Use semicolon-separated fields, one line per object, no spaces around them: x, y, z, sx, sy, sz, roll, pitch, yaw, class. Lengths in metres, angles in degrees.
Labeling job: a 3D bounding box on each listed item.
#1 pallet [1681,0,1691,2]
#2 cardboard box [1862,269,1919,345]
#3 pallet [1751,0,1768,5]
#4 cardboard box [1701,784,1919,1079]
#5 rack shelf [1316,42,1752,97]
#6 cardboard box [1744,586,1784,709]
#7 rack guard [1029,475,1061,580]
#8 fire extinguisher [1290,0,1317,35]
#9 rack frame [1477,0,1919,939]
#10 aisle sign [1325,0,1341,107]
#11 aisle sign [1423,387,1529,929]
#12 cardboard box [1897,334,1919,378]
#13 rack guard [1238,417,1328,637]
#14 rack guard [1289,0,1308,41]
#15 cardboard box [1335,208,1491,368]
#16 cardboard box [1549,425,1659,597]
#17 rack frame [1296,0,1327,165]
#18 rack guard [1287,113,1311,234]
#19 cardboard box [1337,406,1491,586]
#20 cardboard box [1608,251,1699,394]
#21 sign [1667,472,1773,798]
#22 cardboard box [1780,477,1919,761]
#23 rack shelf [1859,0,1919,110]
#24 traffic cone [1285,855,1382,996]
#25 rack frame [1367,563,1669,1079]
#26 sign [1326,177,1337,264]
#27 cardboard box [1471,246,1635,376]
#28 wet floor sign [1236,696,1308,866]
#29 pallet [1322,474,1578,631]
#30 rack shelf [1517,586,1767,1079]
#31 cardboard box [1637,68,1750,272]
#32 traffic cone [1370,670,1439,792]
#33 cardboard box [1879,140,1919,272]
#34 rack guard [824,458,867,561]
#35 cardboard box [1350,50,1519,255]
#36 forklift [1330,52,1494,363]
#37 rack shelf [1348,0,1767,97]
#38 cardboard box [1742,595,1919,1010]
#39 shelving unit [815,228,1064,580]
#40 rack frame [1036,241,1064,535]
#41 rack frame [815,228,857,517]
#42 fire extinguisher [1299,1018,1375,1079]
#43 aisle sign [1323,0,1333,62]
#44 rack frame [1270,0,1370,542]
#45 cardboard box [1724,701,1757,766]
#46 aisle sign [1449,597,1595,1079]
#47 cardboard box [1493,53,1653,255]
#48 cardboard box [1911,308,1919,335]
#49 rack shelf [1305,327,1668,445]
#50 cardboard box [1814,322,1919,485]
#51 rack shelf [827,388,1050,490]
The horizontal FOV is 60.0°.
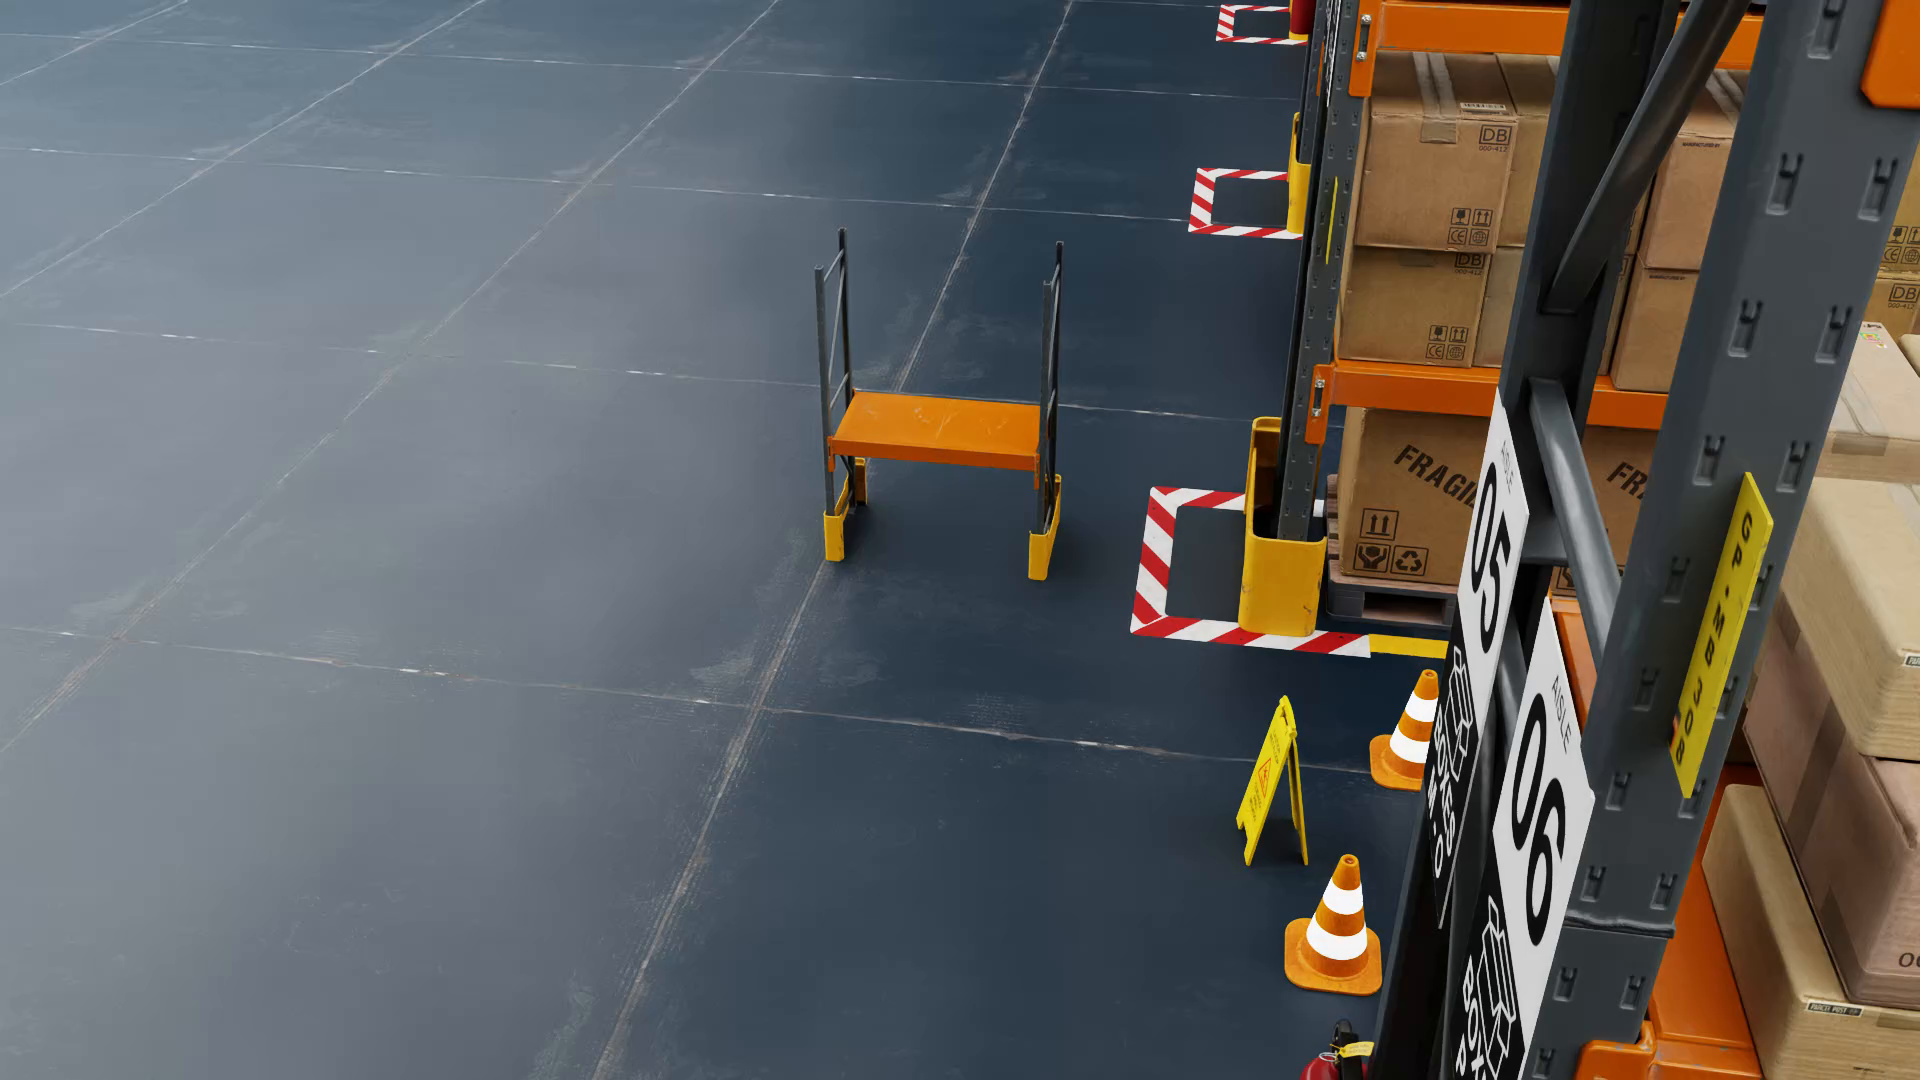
2.293;-2.317;6.380;1.213;0.211;1.003;5;32;8;pallet
3.539;-1.019;6.909;0.500;0.550;0.875;5;32;8;cardboard box
3.499;-2.209;6.208;1.213;0.211;1.003;5;32;8;pallet
1.099;0.489;2.051;0.250;0.149;0.380;5;32;8;cardboard box
4.465;-3.245;11.285;4.000;0.370;1.077;5;32;8;rack shelf
1.376;0.025;2.416;0.500;0.250;0.500;5;32;8;cardboard box
0.416;-0.068;8.124;0.087;0.250;0.587;5;32;8;rack guard
2.458;-3.947;11.801;0.183;0.674;0.296;5;32;8;fire extinguisher
0.827;-1.088;1.507;0.127;3.000;1.000;5;32;8;rack frame
1.439;-2.095;6.319;0.004;0.787;0.394;5;32;8;aisle sign
0.814;0.195;2.661;0.004;0.787;0.394;5;32;8;aisle sign
1.457;-0.130;2.288;0.250;0.149;0.380;6;32;9;cardboard box
1.536;-0.086;7.916;0.348;0.500;1.175;5;32;8;rack guard
3.410;-5.277;16.210;0.348;0.500;1.175;5;32;8;rack guard
1.933;-1.198;7.195;0.550;0.550;0.875;5;32;8;cardboard box
3.107;-0.317;7.537;0.875;0.875;0.875;5;32;7;cardboard box
2.494;-3.728;11.379;0.127;3.000;1.000;5;32;8;rack frame
2.569;-2.662;12.032;0.348;0.500;1.175;5;32;8;rack guard
2.239;-0.395;7.660;0.875;0.875;0.875;5;32;8;cardboard box
3.010;-1.044;6.950;0.550;0.550;0.875;5;32;8;cardboard box
0.735;0.096;1.618;0.005;0.325;0.100;5;32;8;sign
1.143;0.090;1.937;0.250;0.149;0.380;5;32;8;cardboard box
2.798;-0.604;1.414;4.000;0.370;1.077;5;32;8;rack shelf
1.319;1.283;5.765;0.334;0.463;0.336;5;32;8;traffic cone
0.827;1.455;3.099;0.127;3.000;1.000;5;32;8;rack frame
1.460;-1.254;6.536;0.005;0.325;0.100;5;32;8;sign
2.479;-1.160;7.134;0.550;0.550;0.875;5;32;8;cardboard box
1.198;0.888;6.224;0.232;0.644;0.267;0;32;0;wet floor sign
2.361;0.069;7.941;1.213;0.211;1.003;5;32;8;pallet
2.798;0.667;2.209;4.000;0.370;1.077;5;32;8;rack shelf
3.006;-1.489;6.643;0.550;0.550;0.875;5;32;8;cardboard box
1.844;0.722;6.660;0.334;0.463;0.336;5;32;8;traffic cone
3.550;-1.510;6.676;0.500;0.550;0.875;5;32;8;cardboard box
-0.566;-0.157;8.266;0.087;0.250;0.587;5;32;8;rack guard
1.919;-1.611;6.838;0.550;0.550;0.875;5;32;8;cardboard box
3.631;-2.344;9.232;3.031;2.935;1.130;1;32;2;forklift
3.531;-1.931;6.359;4.000;0.370;1.077;5;32;8;rack shelf
1.277;0.305;1.970;0.500;0.250;0.500;5;32;7;cardboard box
-0.075;-0.643;7.863;1.083;1.500;0.587;5;32;8;shelving unit
0.417;-0.598;7.792;0.032;1.500;0.500;5;32;8;rack frame
-0.585;-0.689;7.937;0.032;1.500;0.500;5;32;8;rack frame
0.791;1.236;3.521;0.183;0.674;0.296;5;32;8;fire extinguisher
1.540;-2.409;6.821;0.004;0.787;0.394;5;32;8;aisle sign
1.560;-1.143;7.250;0.127;3.000;1.000;5;32;8;rack frame
1.225;0.175;2.553;0.250;0.149;0.380;5;32;8;cardboard box
0.713;0.509;2.159;0.004;0.787;0.394;5;32;8;aisle sign
2.477;-1.610;6.837;0.550;0.550;0.875;5;32;8;cardboard box
4.079;-1.024;6.917;0.550;0.550;0.875;5;32;8;cardboard box
3.531;-0.660;7.155;4.000;0.370;1.077;5;32;8;rack shelf
1.210;-0.173;2.357;0.250;0.149;0.380;5;32;9;cardboard box
-0.084;-0.491;7.960;1.000;0.185;0.538;5;32;8;rack shelf
